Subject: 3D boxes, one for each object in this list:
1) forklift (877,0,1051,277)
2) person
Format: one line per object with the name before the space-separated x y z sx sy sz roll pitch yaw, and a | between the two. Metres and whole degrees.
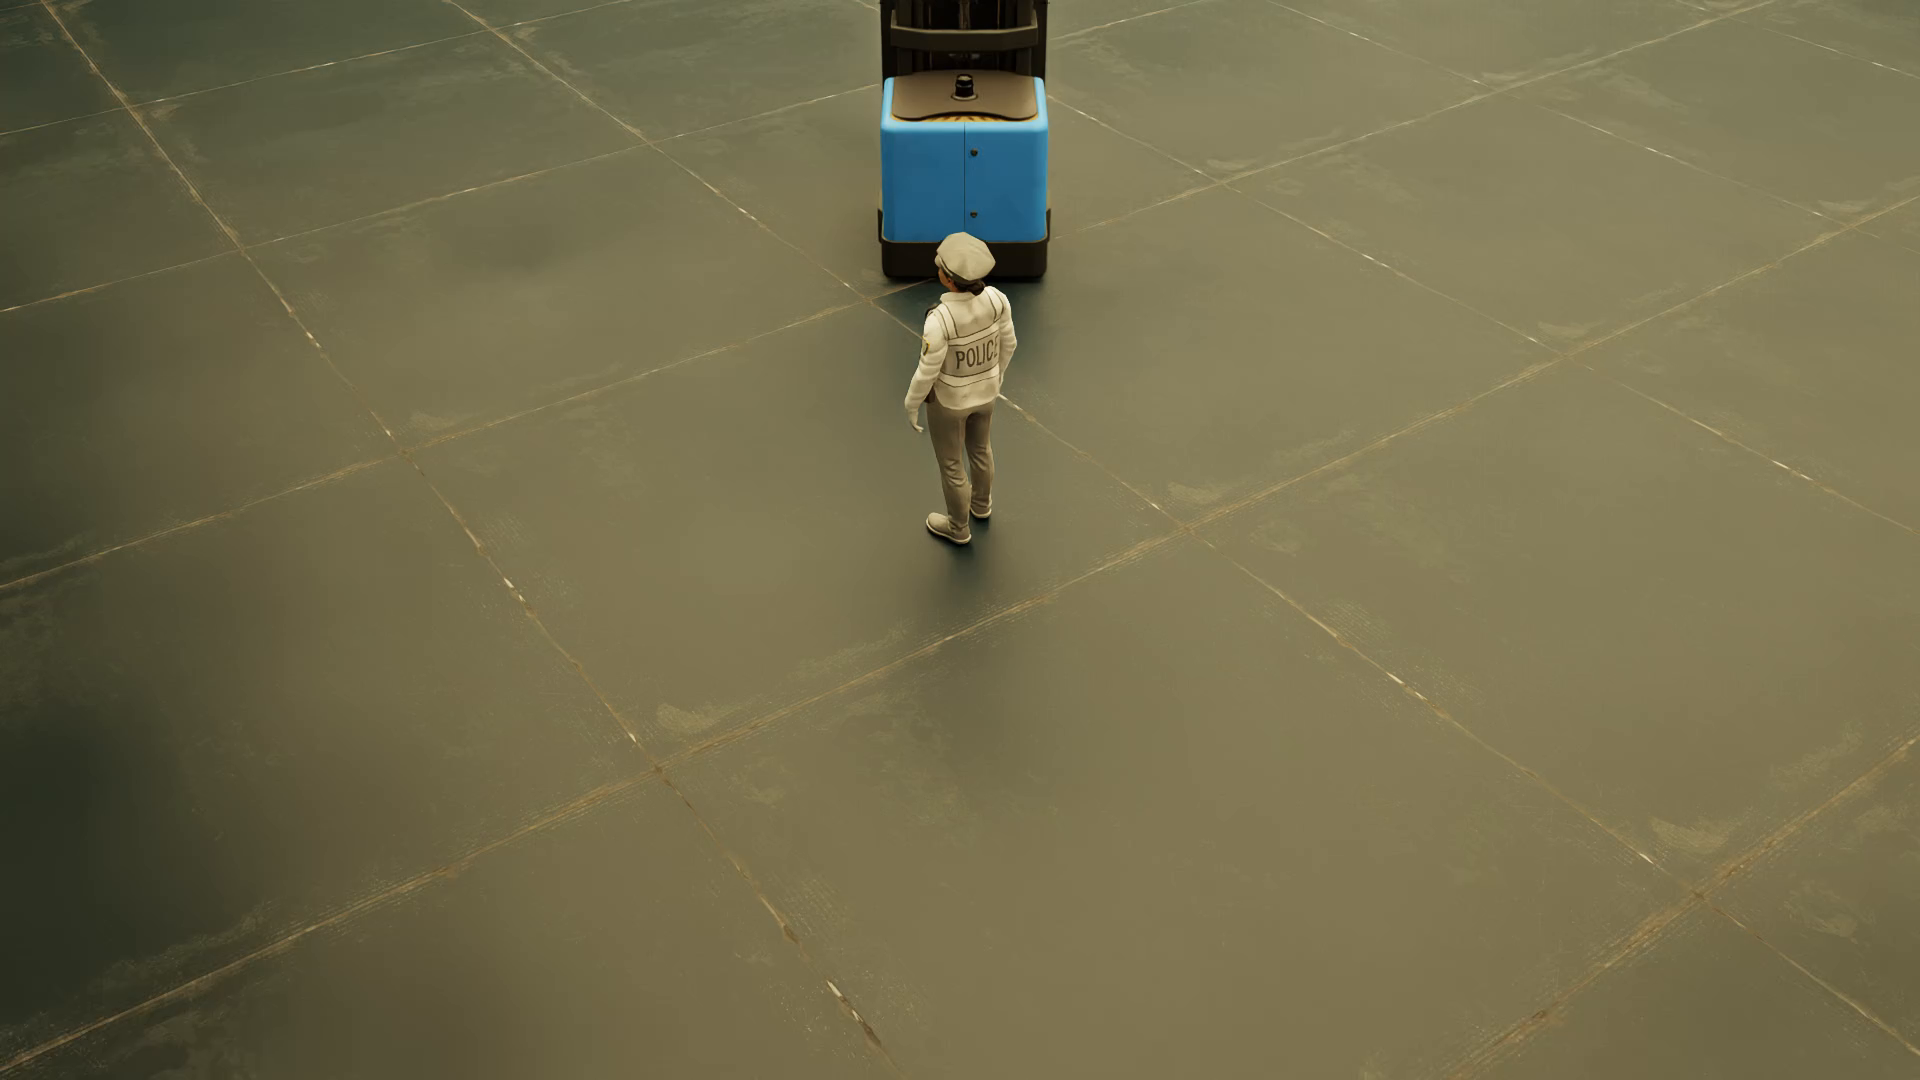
forklift | 0.024 -3.691 10.937 1.130 2.935 3.031 0 36 0
person | -0.033 -0.722 7.949 0.588 1.696 0.533 -23 42 -28
